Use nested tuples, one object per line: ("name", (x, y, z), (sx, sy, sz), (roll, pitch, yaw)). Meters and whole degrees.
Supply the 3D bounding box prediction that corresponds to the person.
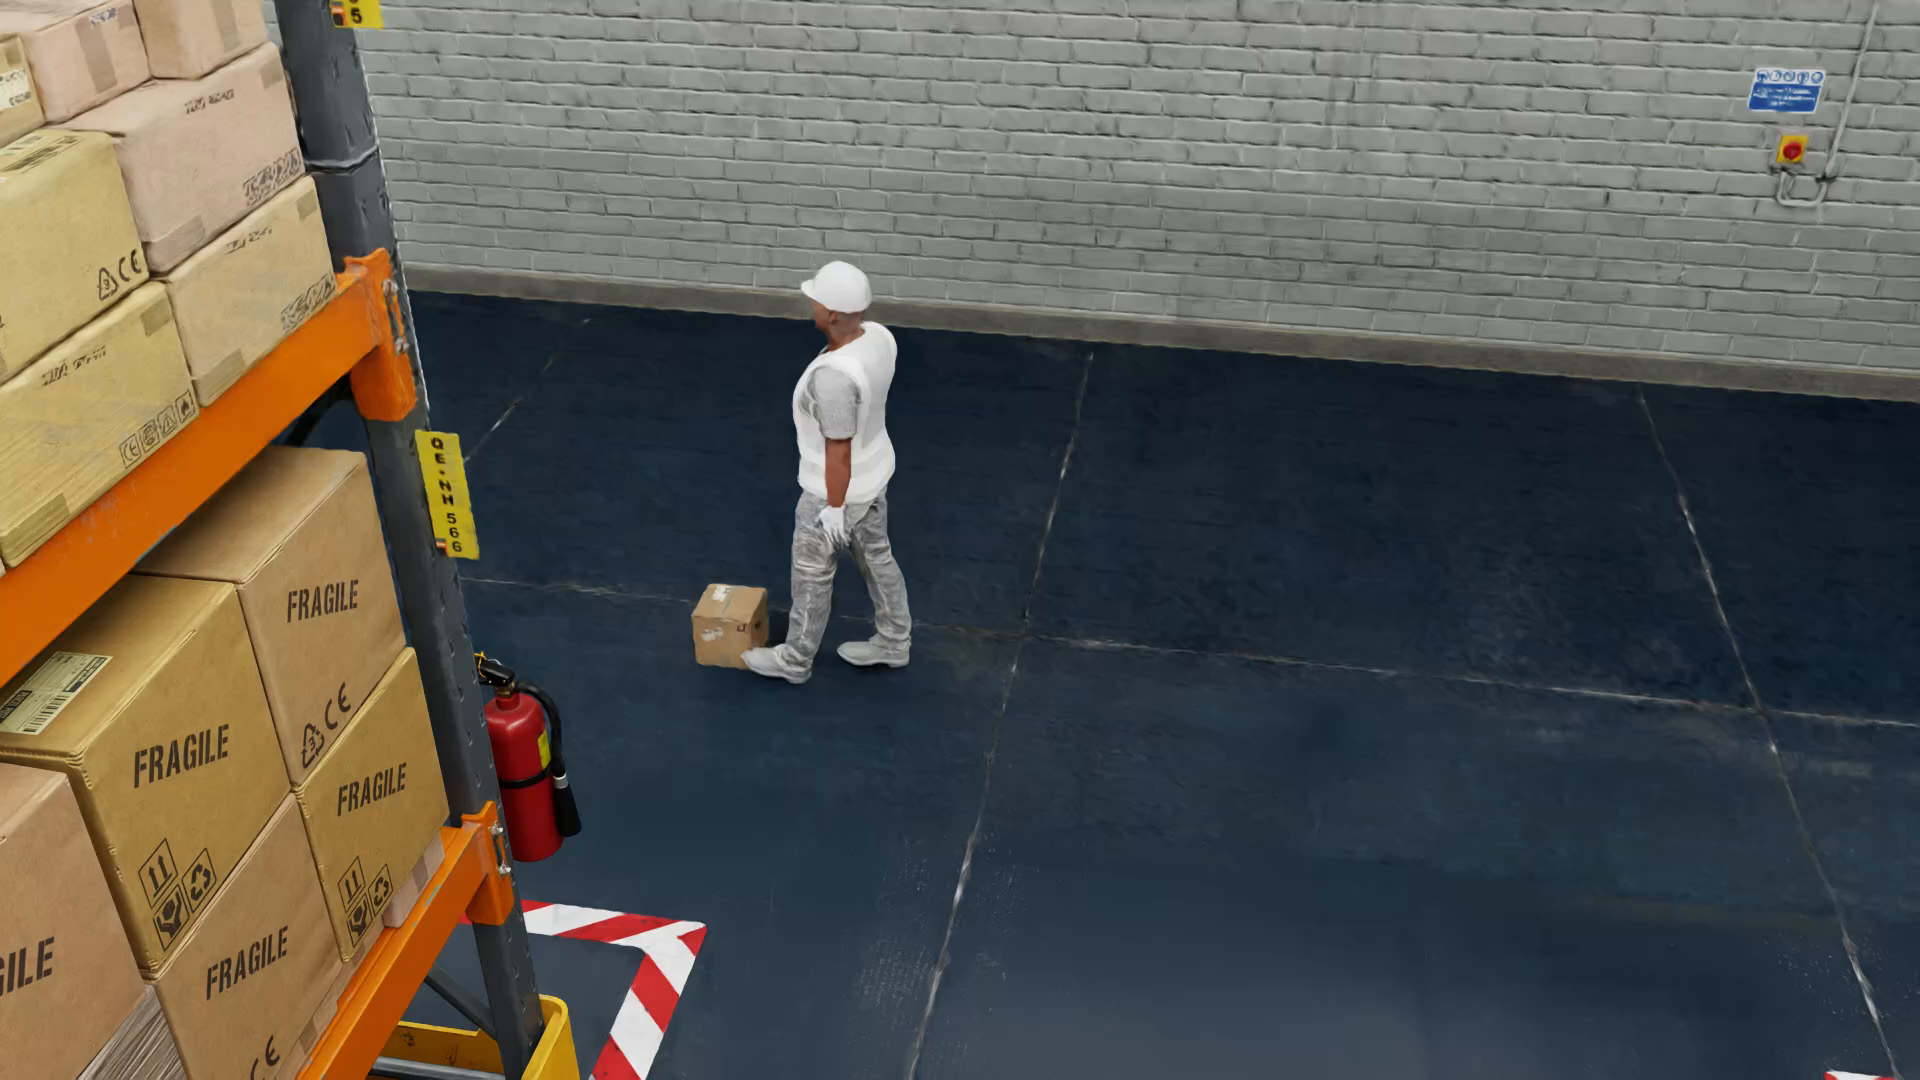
("person", (-0.543, -0.256, 6.501), (0.649, 1.777, 0.556), (11, 34, 16))
